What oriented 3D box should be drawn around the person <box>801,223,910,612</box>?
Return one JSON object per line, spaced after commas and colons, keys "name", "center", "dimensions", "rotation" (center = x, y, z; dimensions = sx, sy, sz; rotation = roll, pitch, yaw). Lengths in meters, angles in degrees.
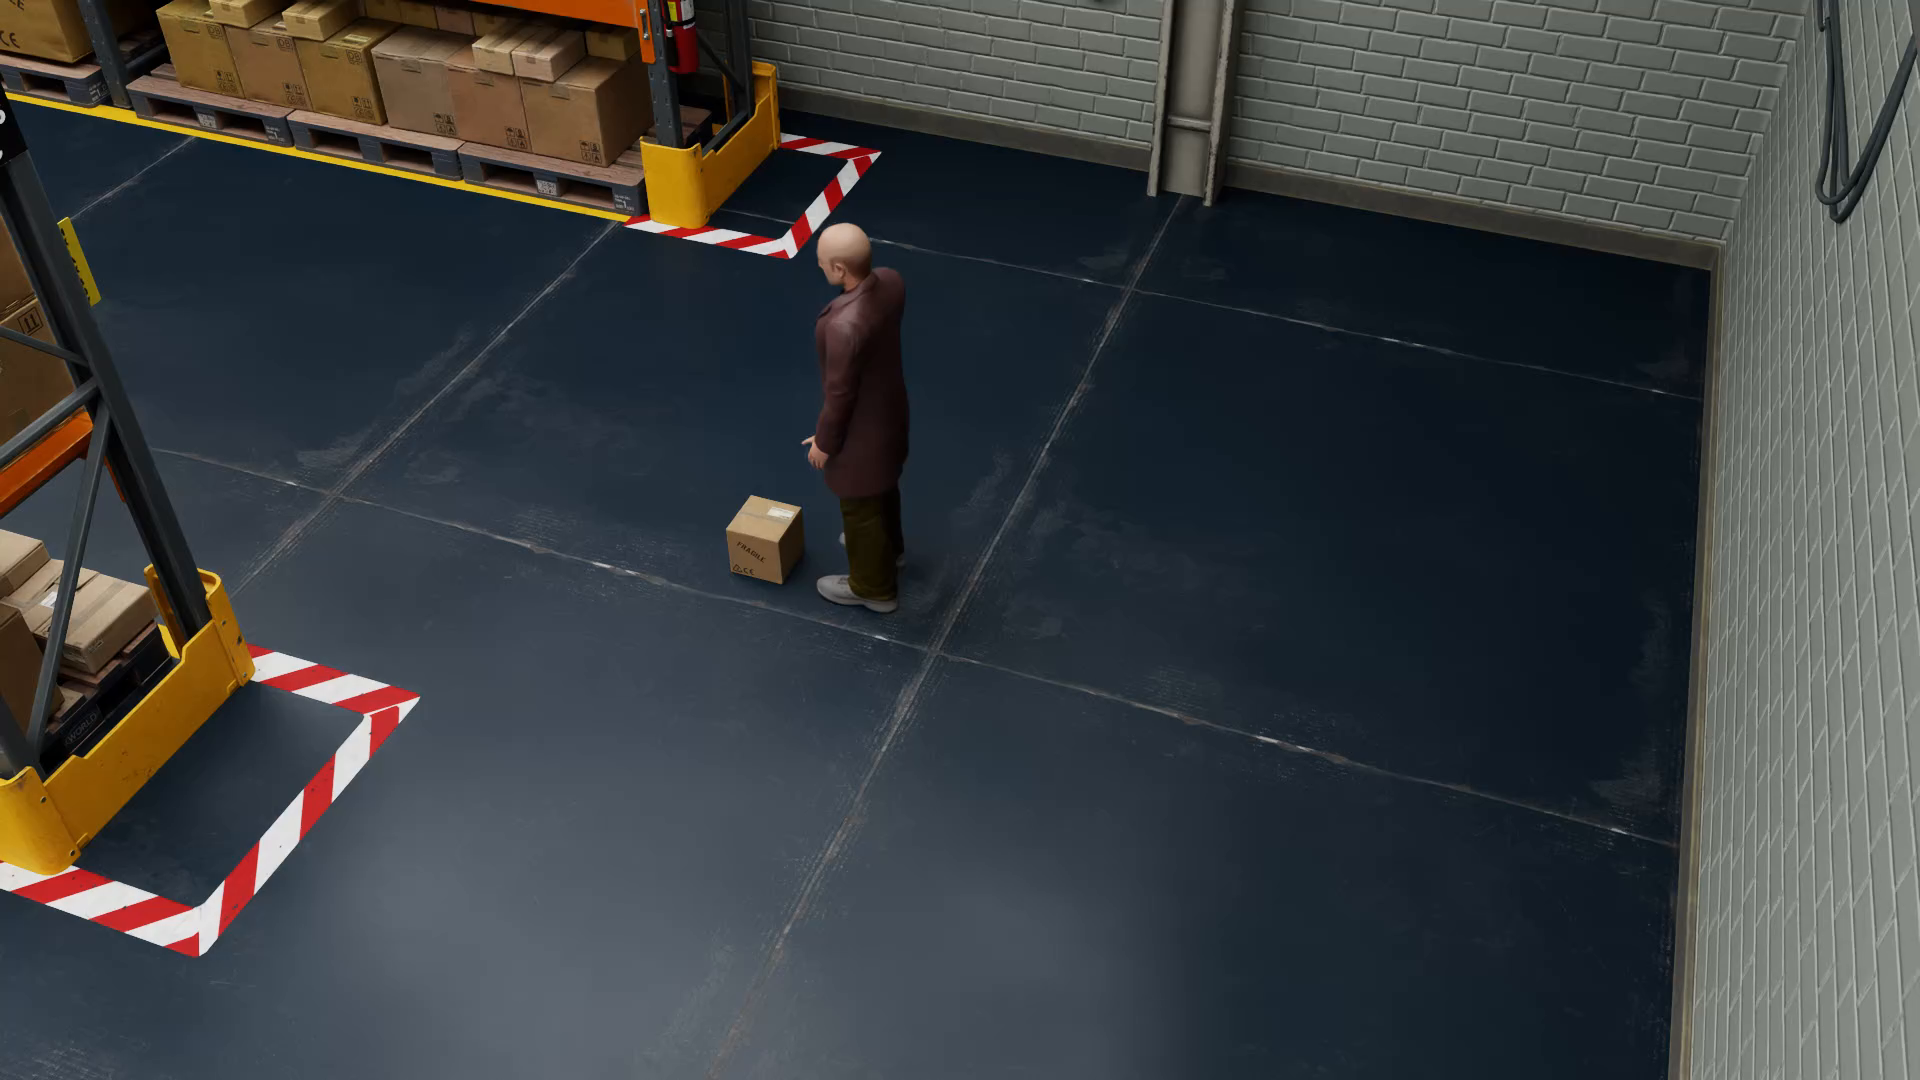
{"name": "person", "center": [-0.430, -0.478, 6.729], "dimensions": [0.430, 1.806, 0.572], "rotation": [14, 43, 15]}
